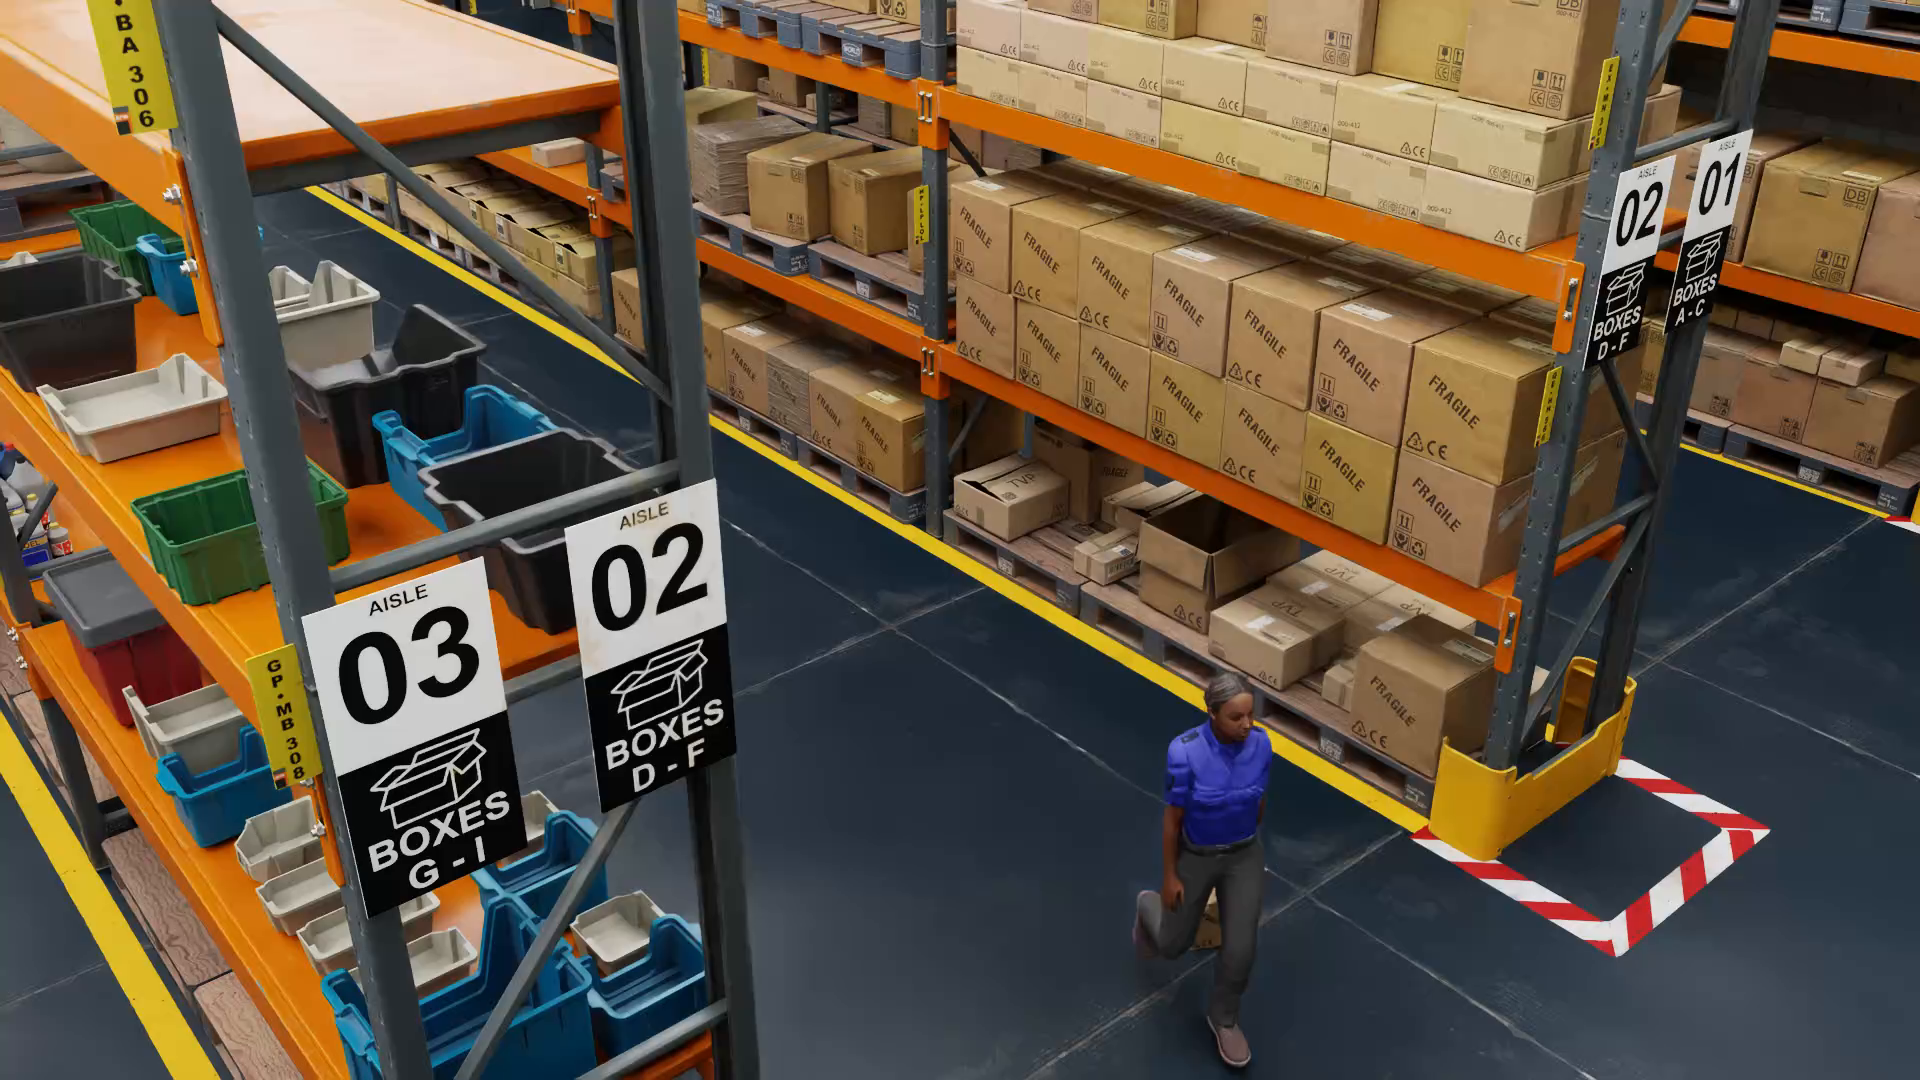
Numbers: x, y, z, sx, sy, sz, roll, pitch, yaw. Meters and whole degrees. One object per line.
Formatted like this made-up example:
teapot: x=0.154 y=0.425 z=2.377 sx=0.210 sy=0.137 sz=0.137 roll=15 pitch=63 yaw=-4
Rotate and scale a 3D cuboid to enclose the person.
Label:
person: x=0.955 y=1.184 z=6.399 sx=0.444 sy=1.628 sz=0.736 roll=-6 pitch=29 yaw=-10
